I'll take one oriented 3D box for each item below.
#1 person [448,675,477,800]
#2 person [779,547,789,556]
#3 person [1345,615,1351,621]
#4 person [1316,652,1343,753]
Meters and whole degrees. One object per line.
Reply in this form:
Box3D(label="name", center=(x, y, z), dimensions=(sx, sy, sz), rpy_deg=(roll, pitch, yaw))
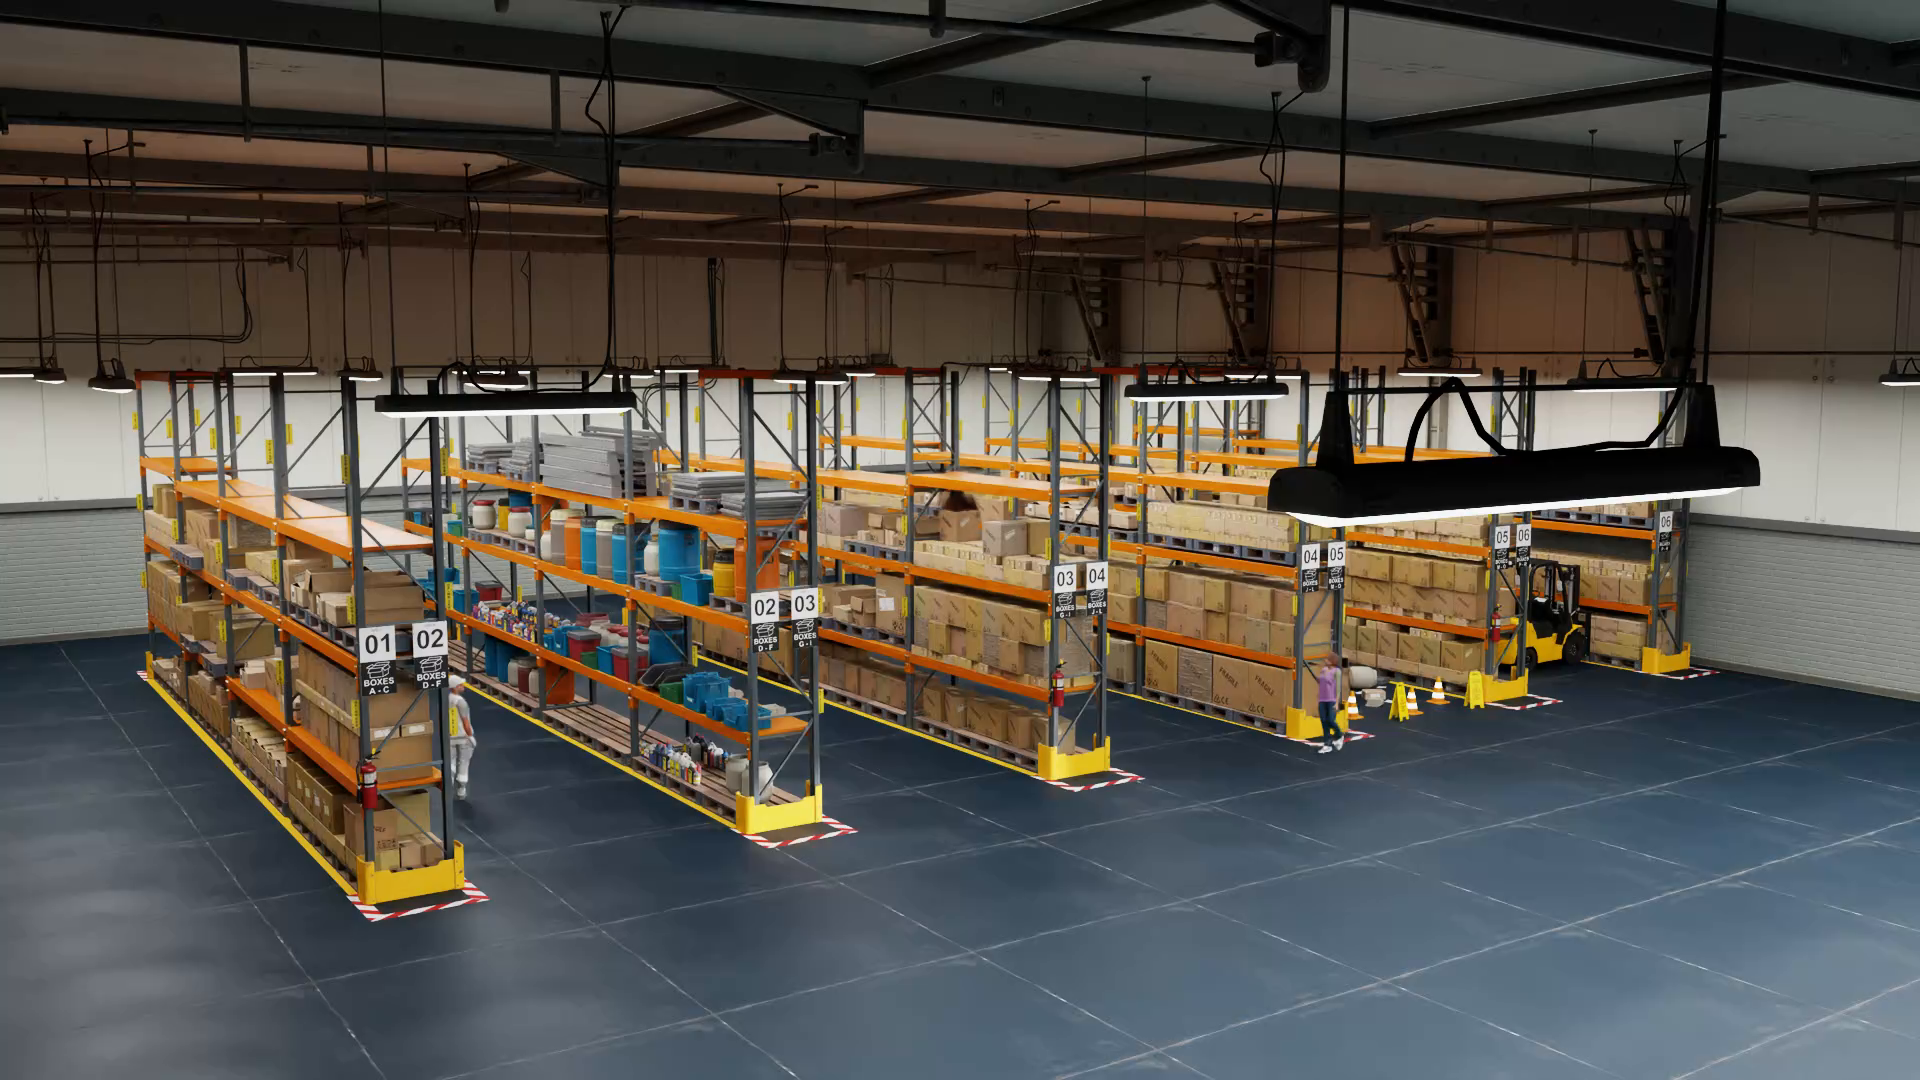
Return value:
Box3D(label="person", center=(-7.096, 2.783, 23.466), dimensions=(0.543, 1.783, 0.497), rpy_deg=(0, 6, 2))
Box3D(label="person", center=(-4.405, 0.875, 40.982), dimensions=(0.596, 1.644, 0.800), rpy_deg=(6, 9, 43))
Box3D(label="person", center=(8.458, 1.334, 36.491), dimensions=(0.450, 1.797, 0.579), rpy_deg=(-1, 7, -8))
Box3D(label="person", center=(5.839, 2.569, 26.314), dimensions=(0.426, 1.587, 0.439), rpy_deg=(5, 8, 40))
